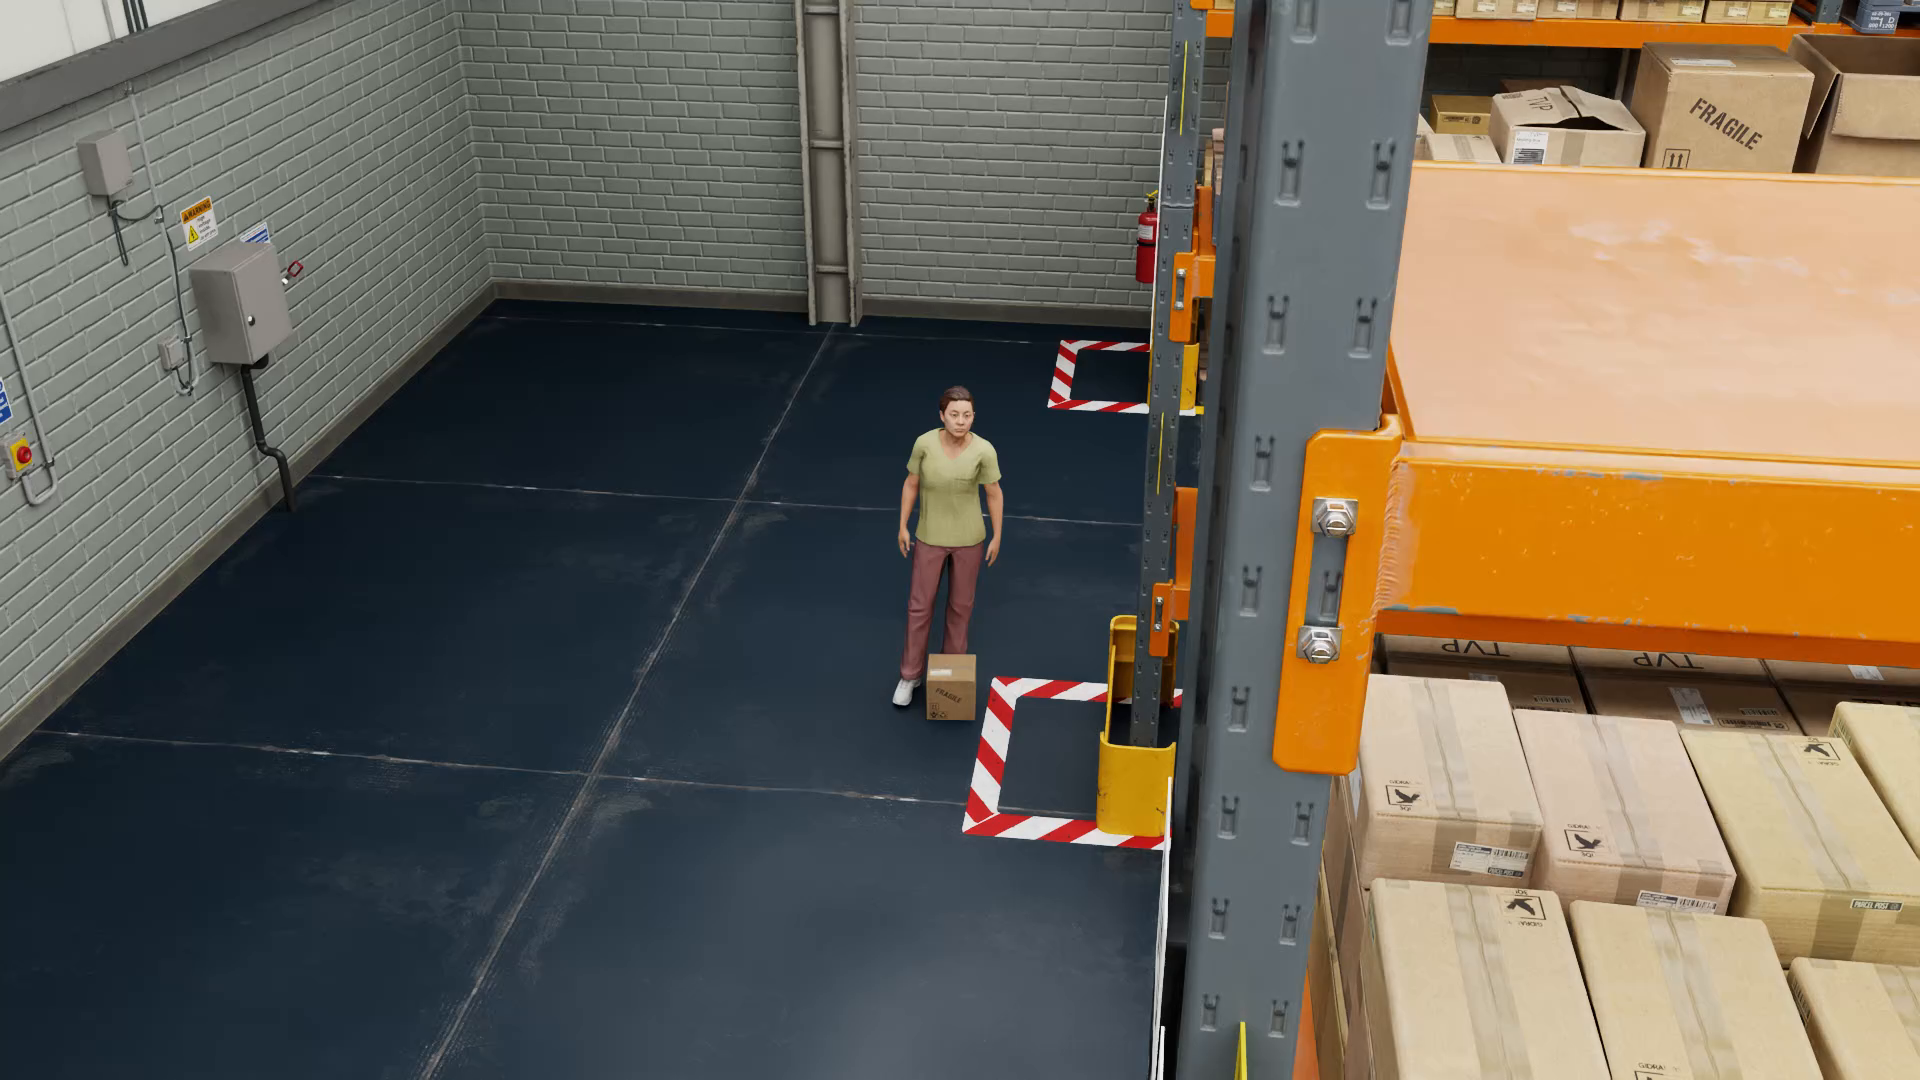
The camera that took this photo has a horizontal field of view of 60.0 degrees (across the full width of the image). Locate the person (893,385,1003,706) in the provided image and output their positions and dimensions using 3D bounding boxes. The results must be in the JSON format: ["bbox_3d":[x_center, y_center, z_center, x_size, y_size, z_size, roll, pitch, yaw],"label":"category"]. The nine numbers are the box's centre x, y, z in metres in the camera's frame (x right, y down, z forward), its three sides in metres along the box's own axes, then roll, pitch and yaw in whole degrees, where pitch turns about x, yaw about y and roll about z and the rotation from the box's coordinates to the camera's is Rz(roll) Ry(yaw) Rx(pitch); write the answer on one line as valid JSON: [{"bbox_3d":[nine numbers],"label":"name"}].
[{"bbox_3d":[-0.063,0.032,8.547,0.553,1.673,0.547,2,29,4],"label":"person"}]
